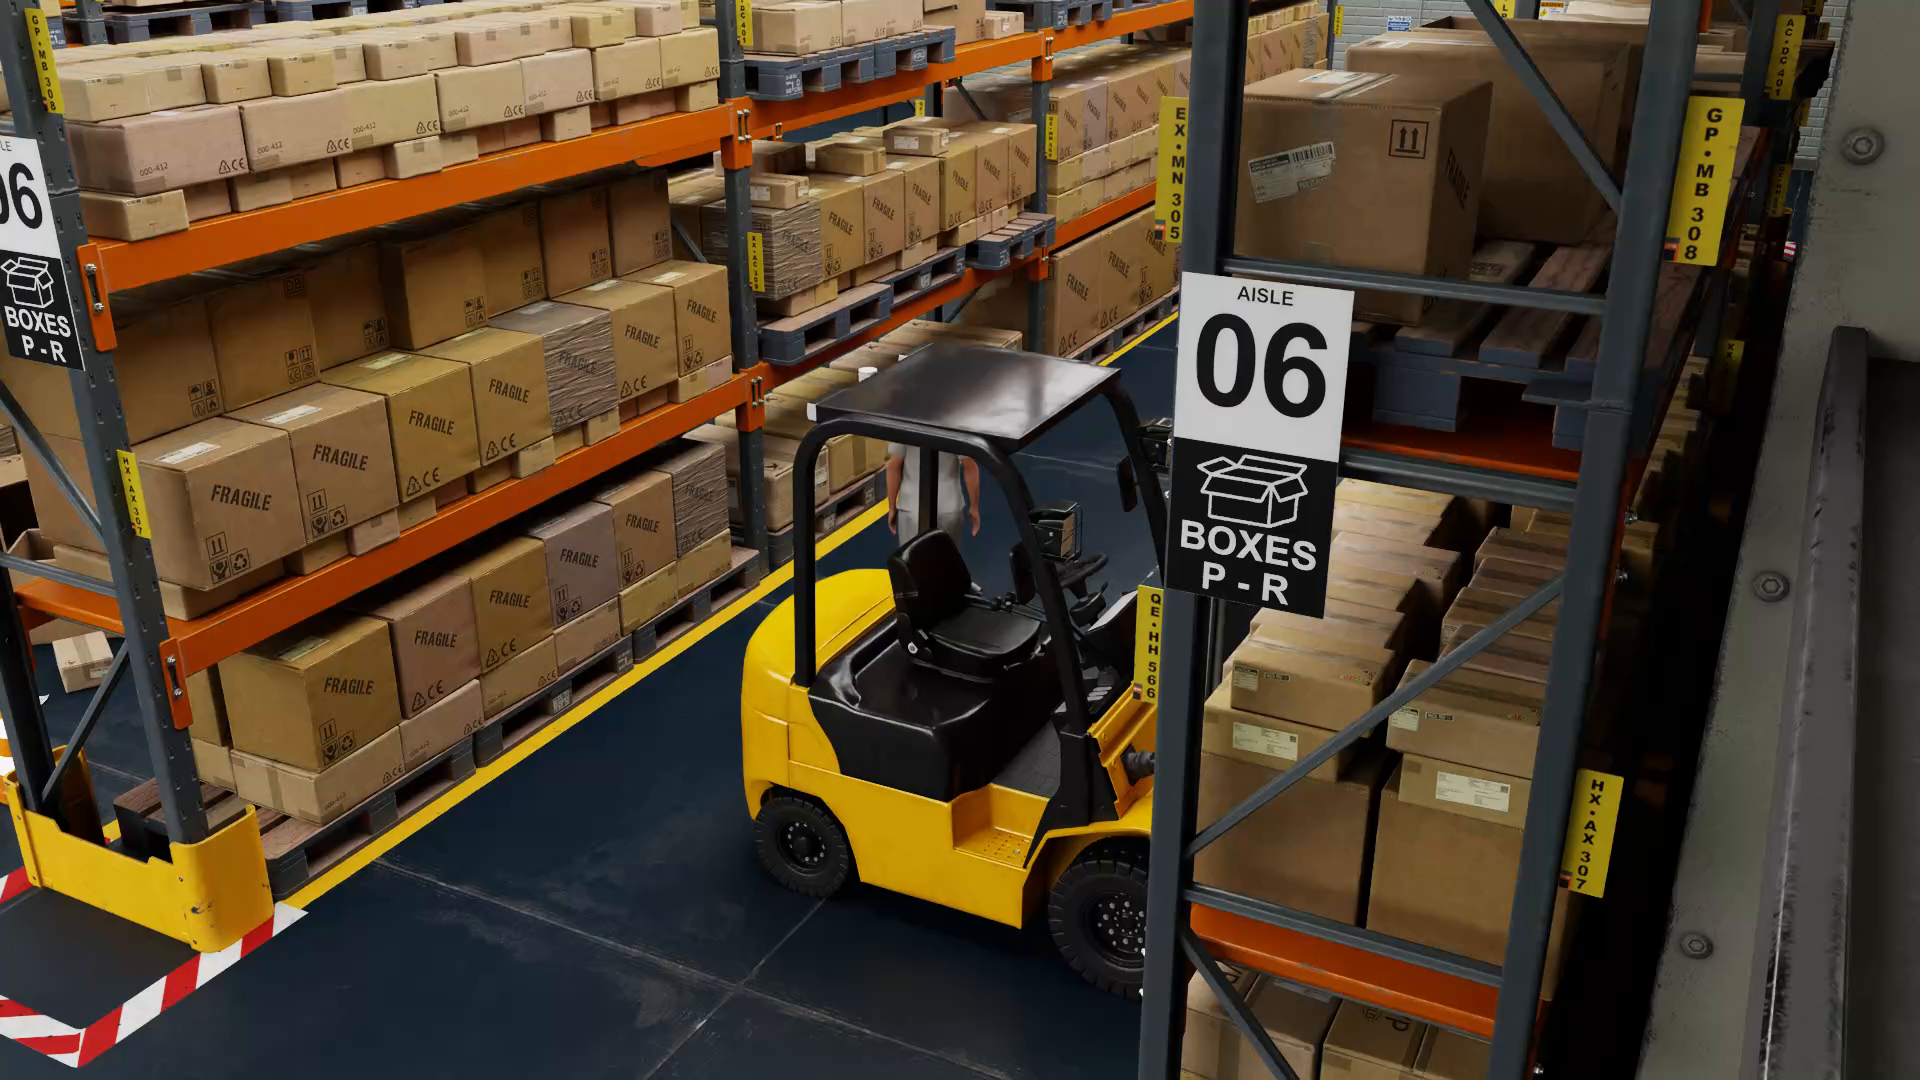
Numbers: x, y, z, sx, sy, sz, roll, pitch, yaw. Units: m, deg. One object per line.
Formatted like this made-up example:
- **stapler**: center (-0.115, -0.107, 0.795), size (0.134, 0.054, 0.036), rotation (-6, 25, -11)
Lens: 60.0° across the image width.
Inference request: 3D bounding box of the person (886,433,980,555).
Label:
- **person**: center (-0.152, -0.143, 8.752), size (0.511, 1.667, 0.619), rotation (-4, 23, -9)
